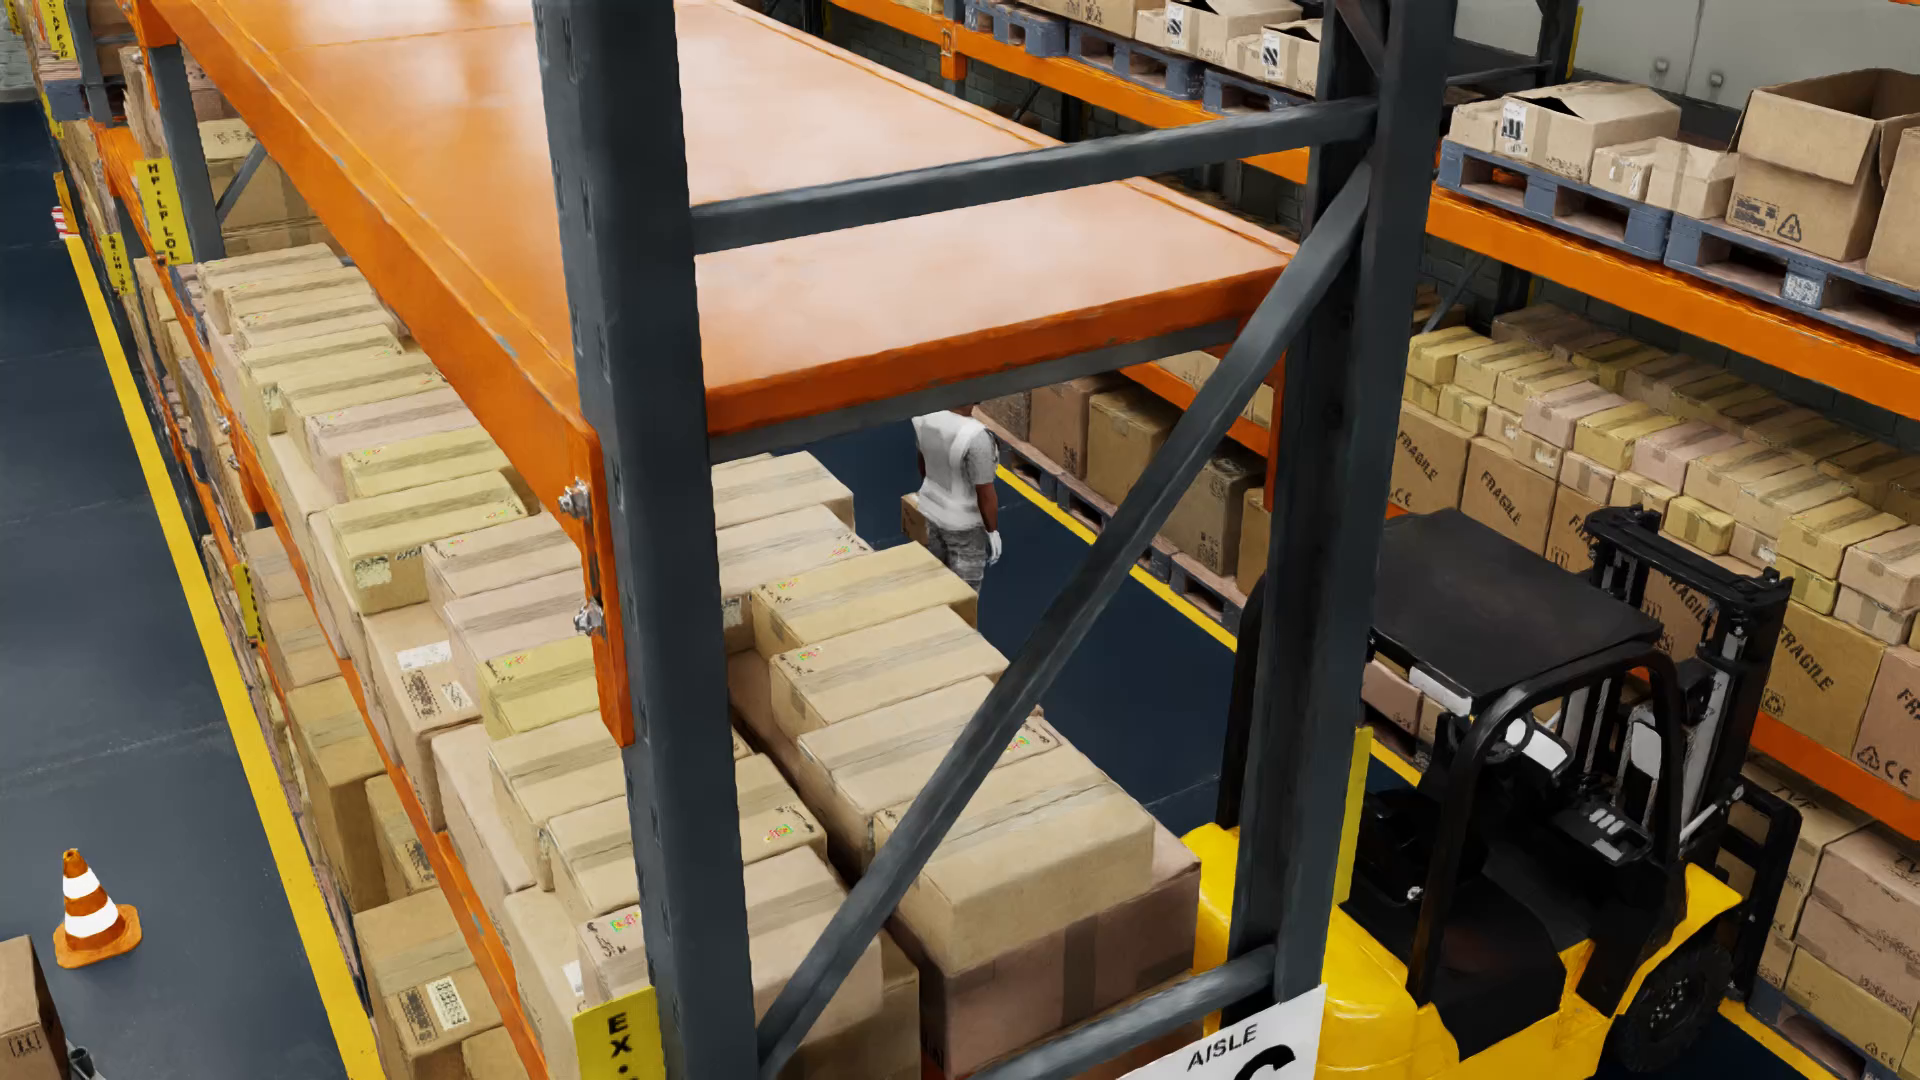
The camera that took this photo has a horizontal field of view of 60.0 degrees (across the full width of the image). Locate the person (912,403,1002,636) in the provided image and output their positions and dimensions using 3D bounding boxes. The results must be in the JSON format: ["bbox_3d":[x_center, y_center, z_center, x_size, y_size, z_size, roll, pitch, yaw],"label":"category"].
[{"bbox_3d":[0.007,-0.132,8.724,0.391,1.791,0.632,-18,34,-30],"label":"person"}]
